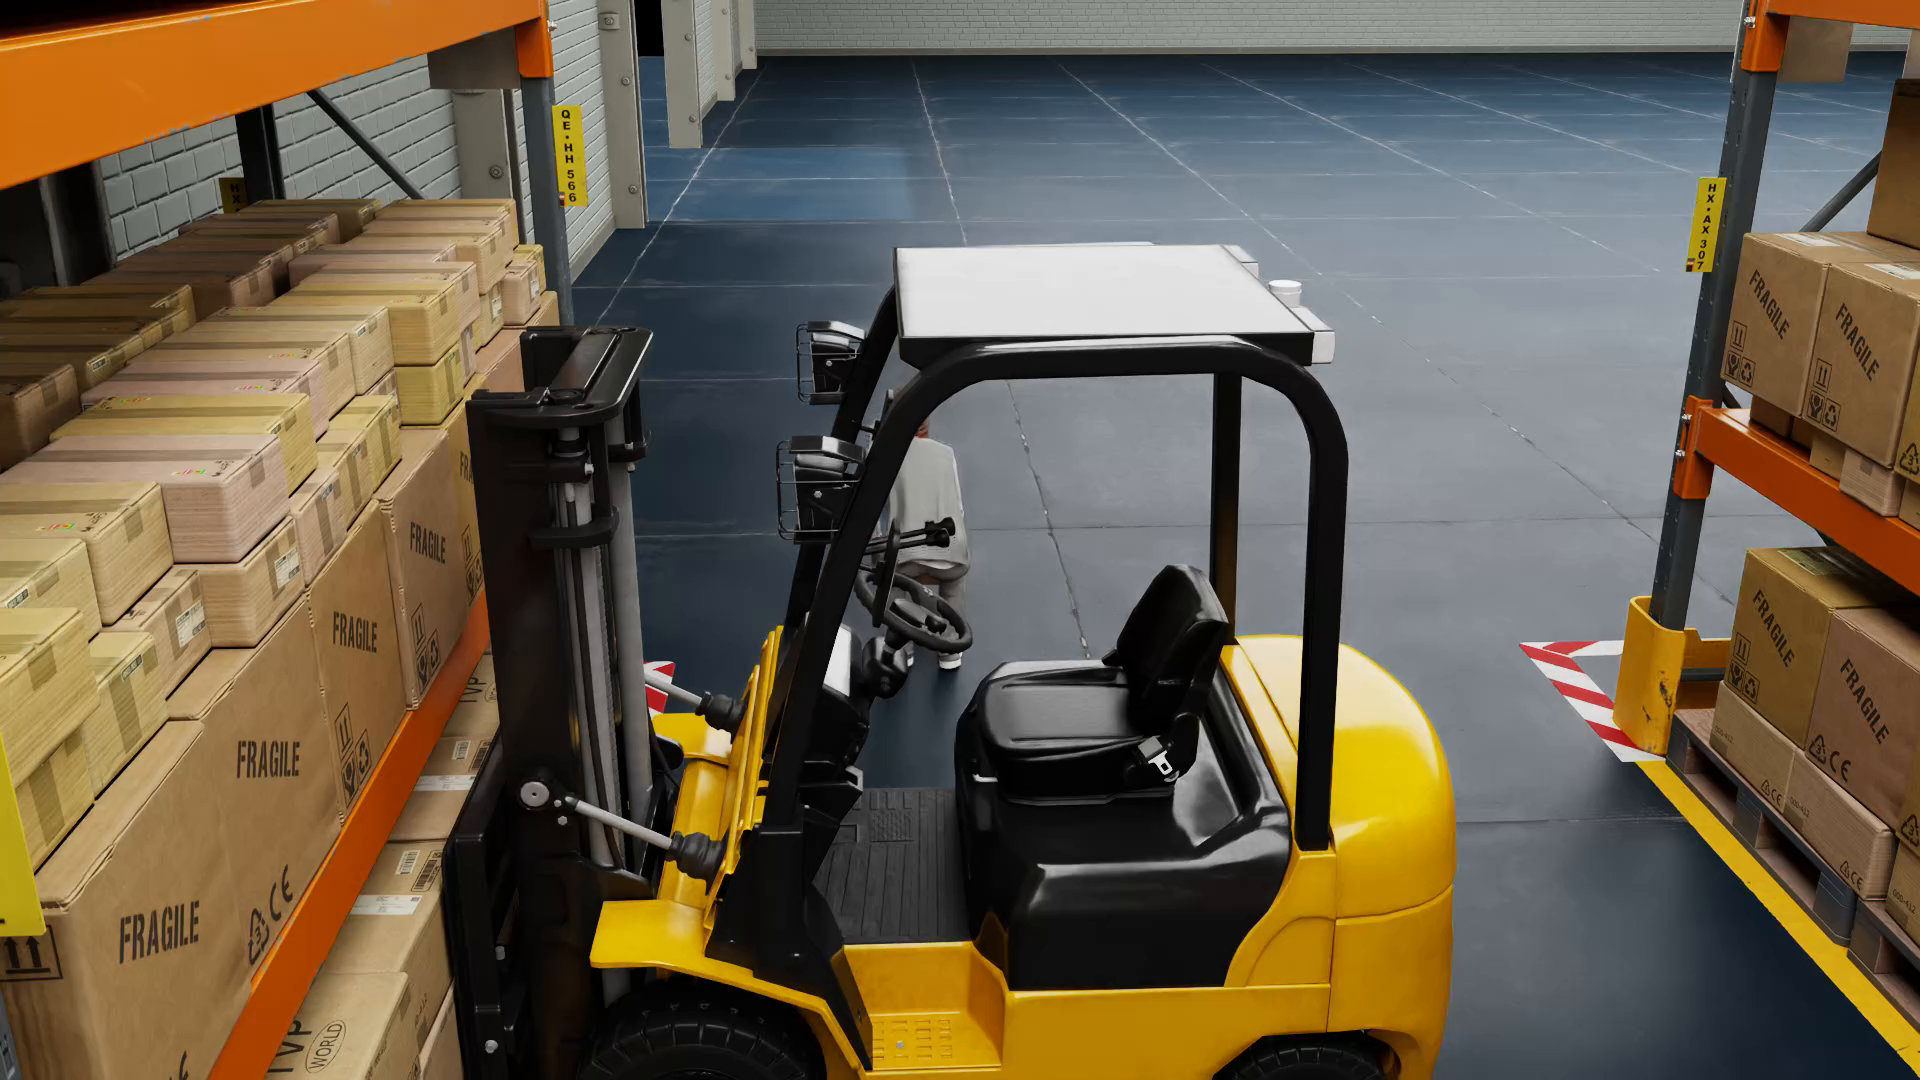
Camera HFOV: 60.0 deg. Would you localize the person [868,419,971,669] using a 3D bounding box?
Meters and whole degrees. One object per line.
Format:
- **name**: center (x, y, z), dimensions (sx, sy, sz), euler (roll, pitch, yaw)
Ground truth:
- **person**: center (-0.184, 0.014, 6.900), dimensions (0.456, 1.003, 0.761), euler (-1, 21, -3)
